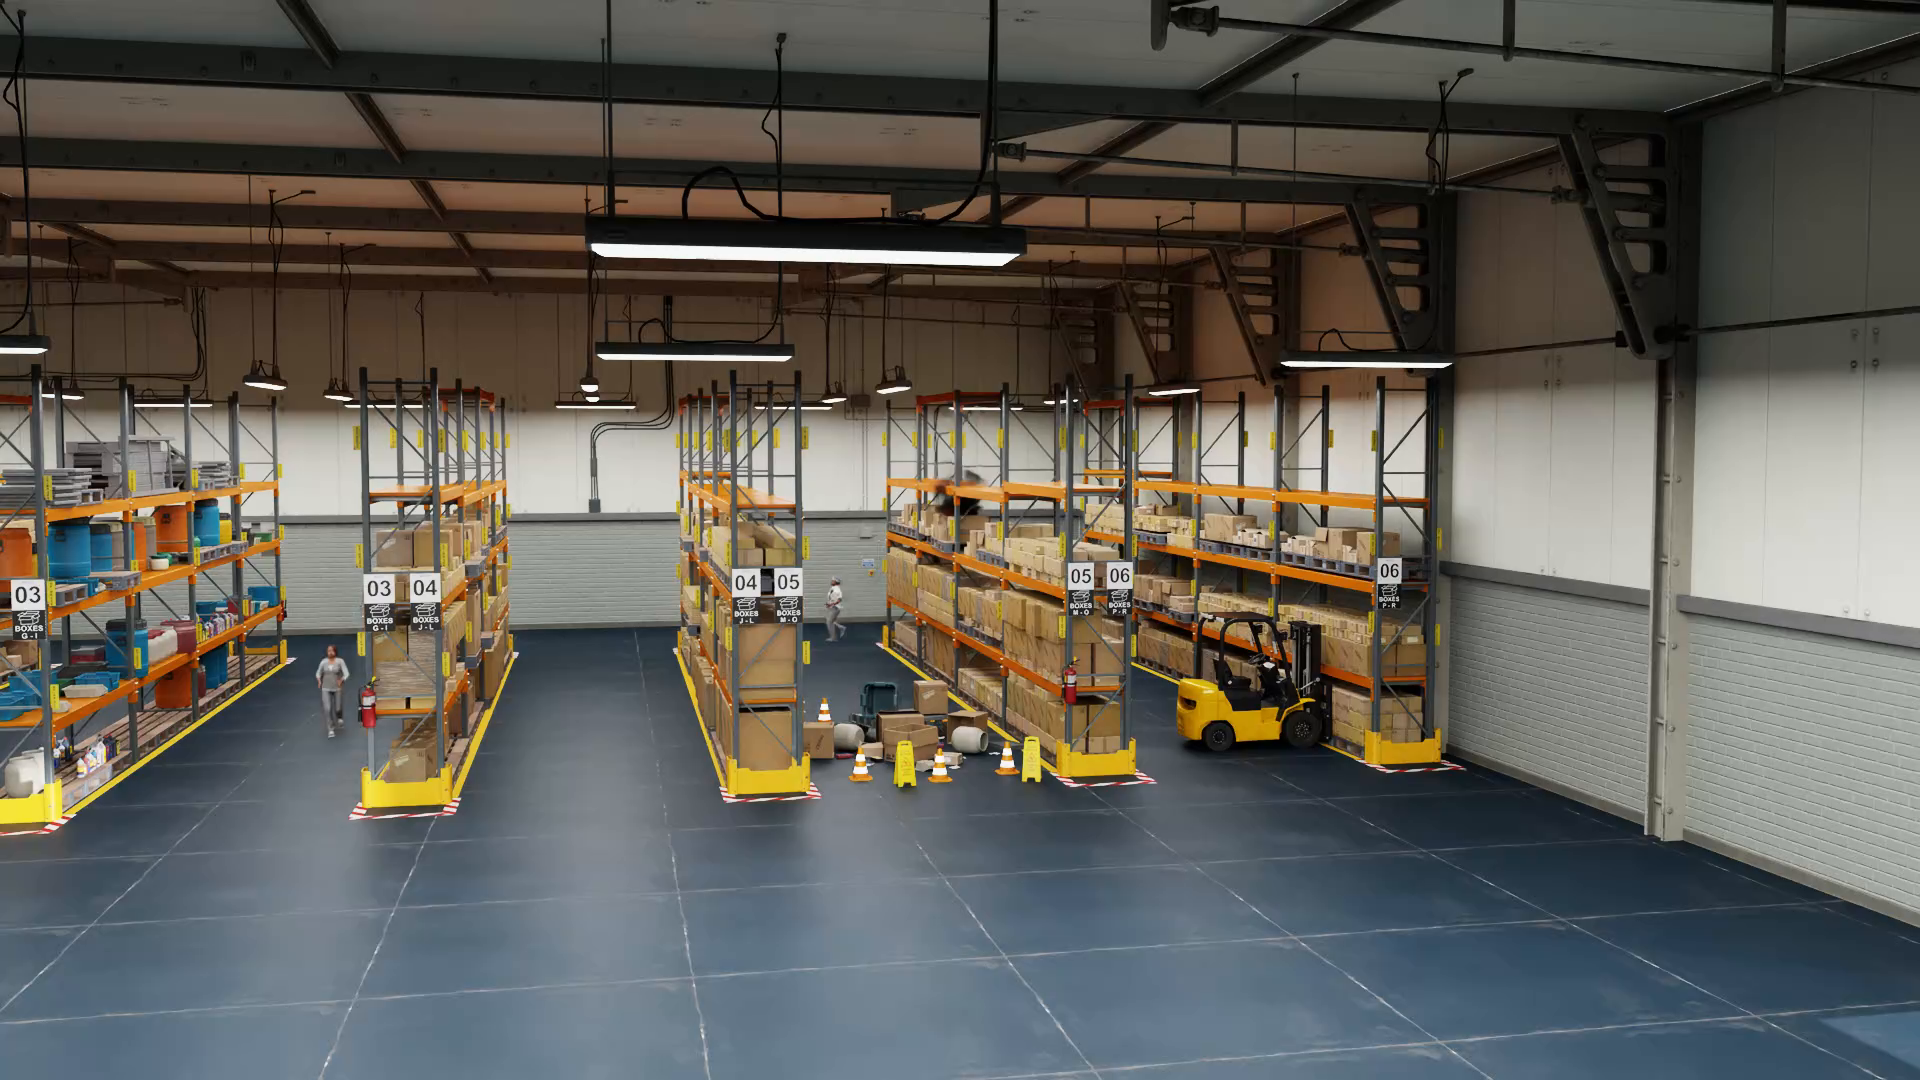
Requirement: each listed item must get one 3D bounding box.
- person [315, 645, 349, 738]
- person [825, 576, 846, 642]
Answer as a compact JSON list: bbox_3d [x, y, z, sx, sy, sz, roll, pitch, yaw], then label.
[{"bbox_3d":[-10.649,2.547,28.206,0.539,1.551,0.622,-1,3,-13],"label":"person"},{"bbox_3d":[-3.109,1.705,41.515,0.584,1.648,0.574,-1,4,-19],"label":"person"}]
